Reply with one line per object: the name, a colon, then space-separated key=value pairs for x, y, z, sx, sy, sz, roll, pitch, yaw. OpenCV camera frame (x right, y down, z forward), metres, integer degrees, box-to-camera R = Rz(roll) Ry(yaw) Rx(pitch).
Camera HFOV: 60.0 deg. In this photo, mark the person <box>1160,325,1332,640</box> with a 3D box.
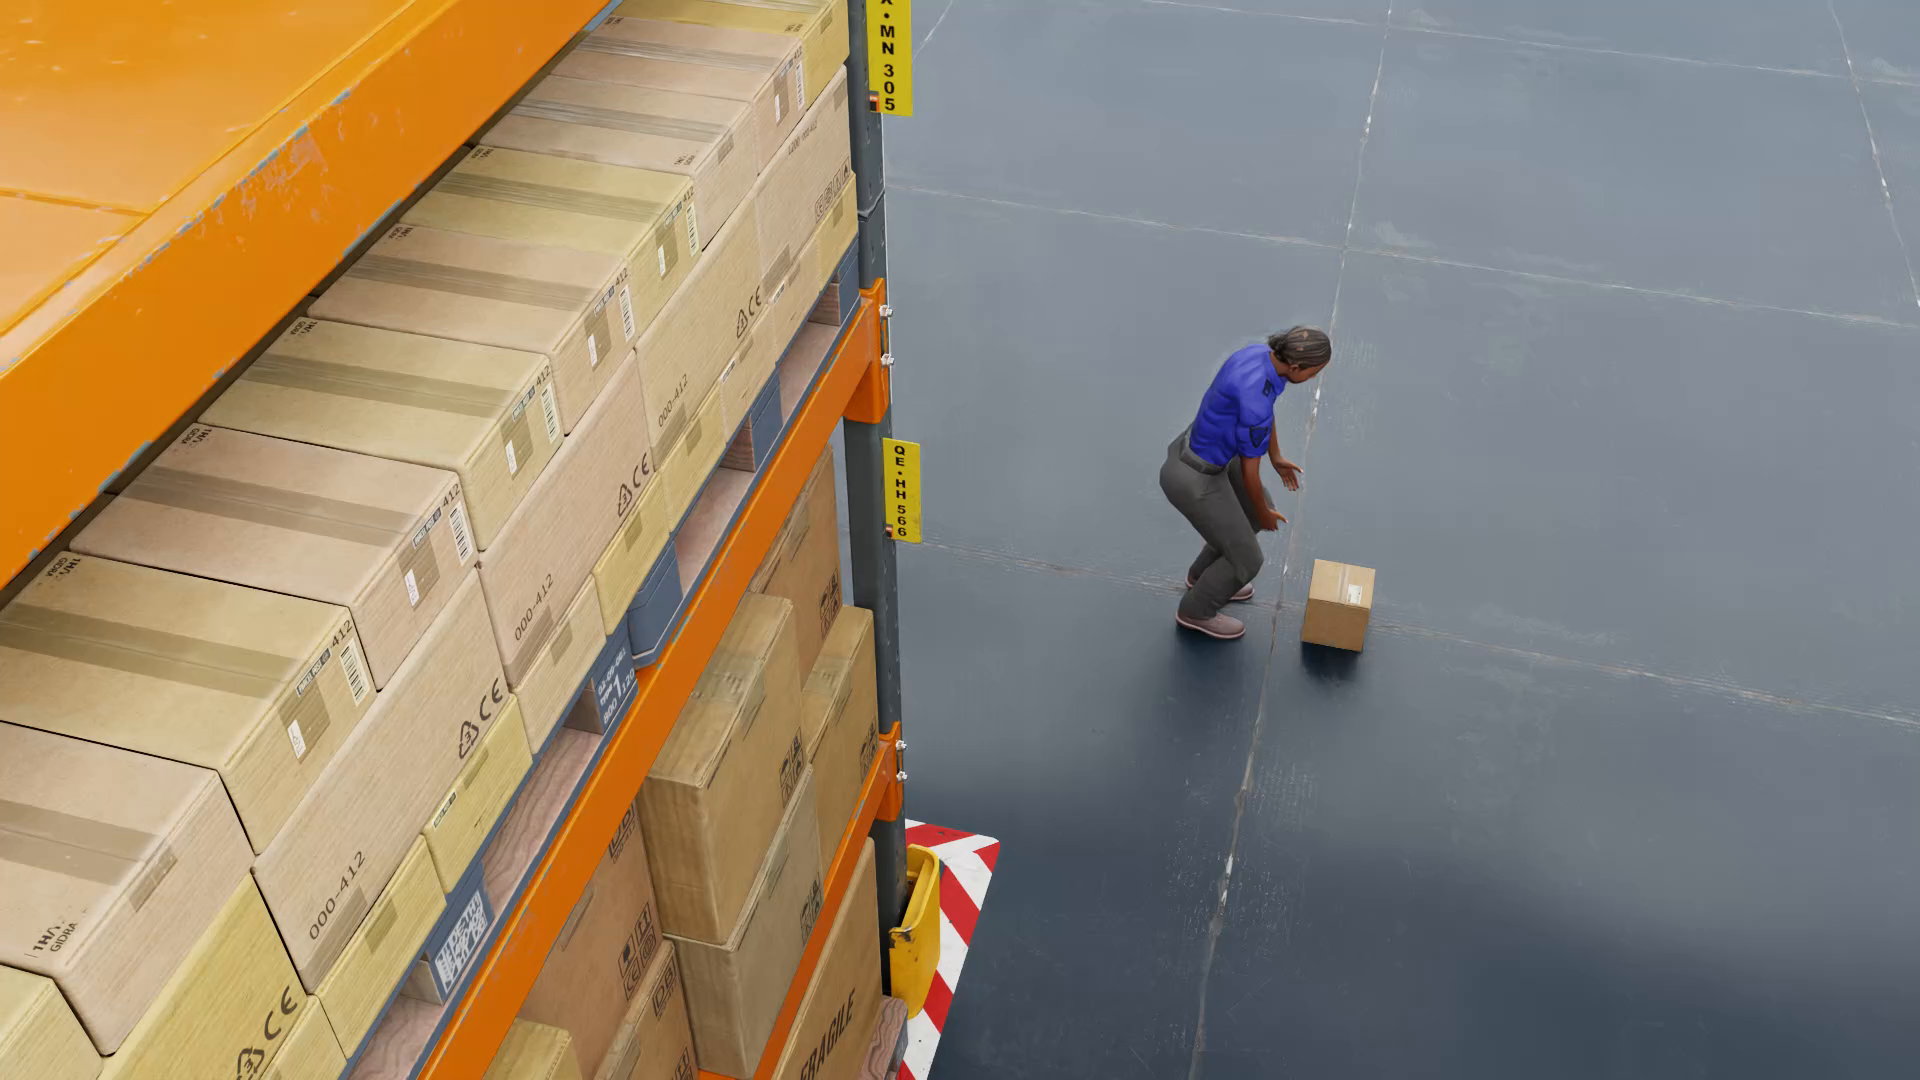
person: x=1.100 y=-0.268 z=6.642 sx=0.576 sy=1.440 sz=0.492 roll=10 pitch=42 yaw=12
